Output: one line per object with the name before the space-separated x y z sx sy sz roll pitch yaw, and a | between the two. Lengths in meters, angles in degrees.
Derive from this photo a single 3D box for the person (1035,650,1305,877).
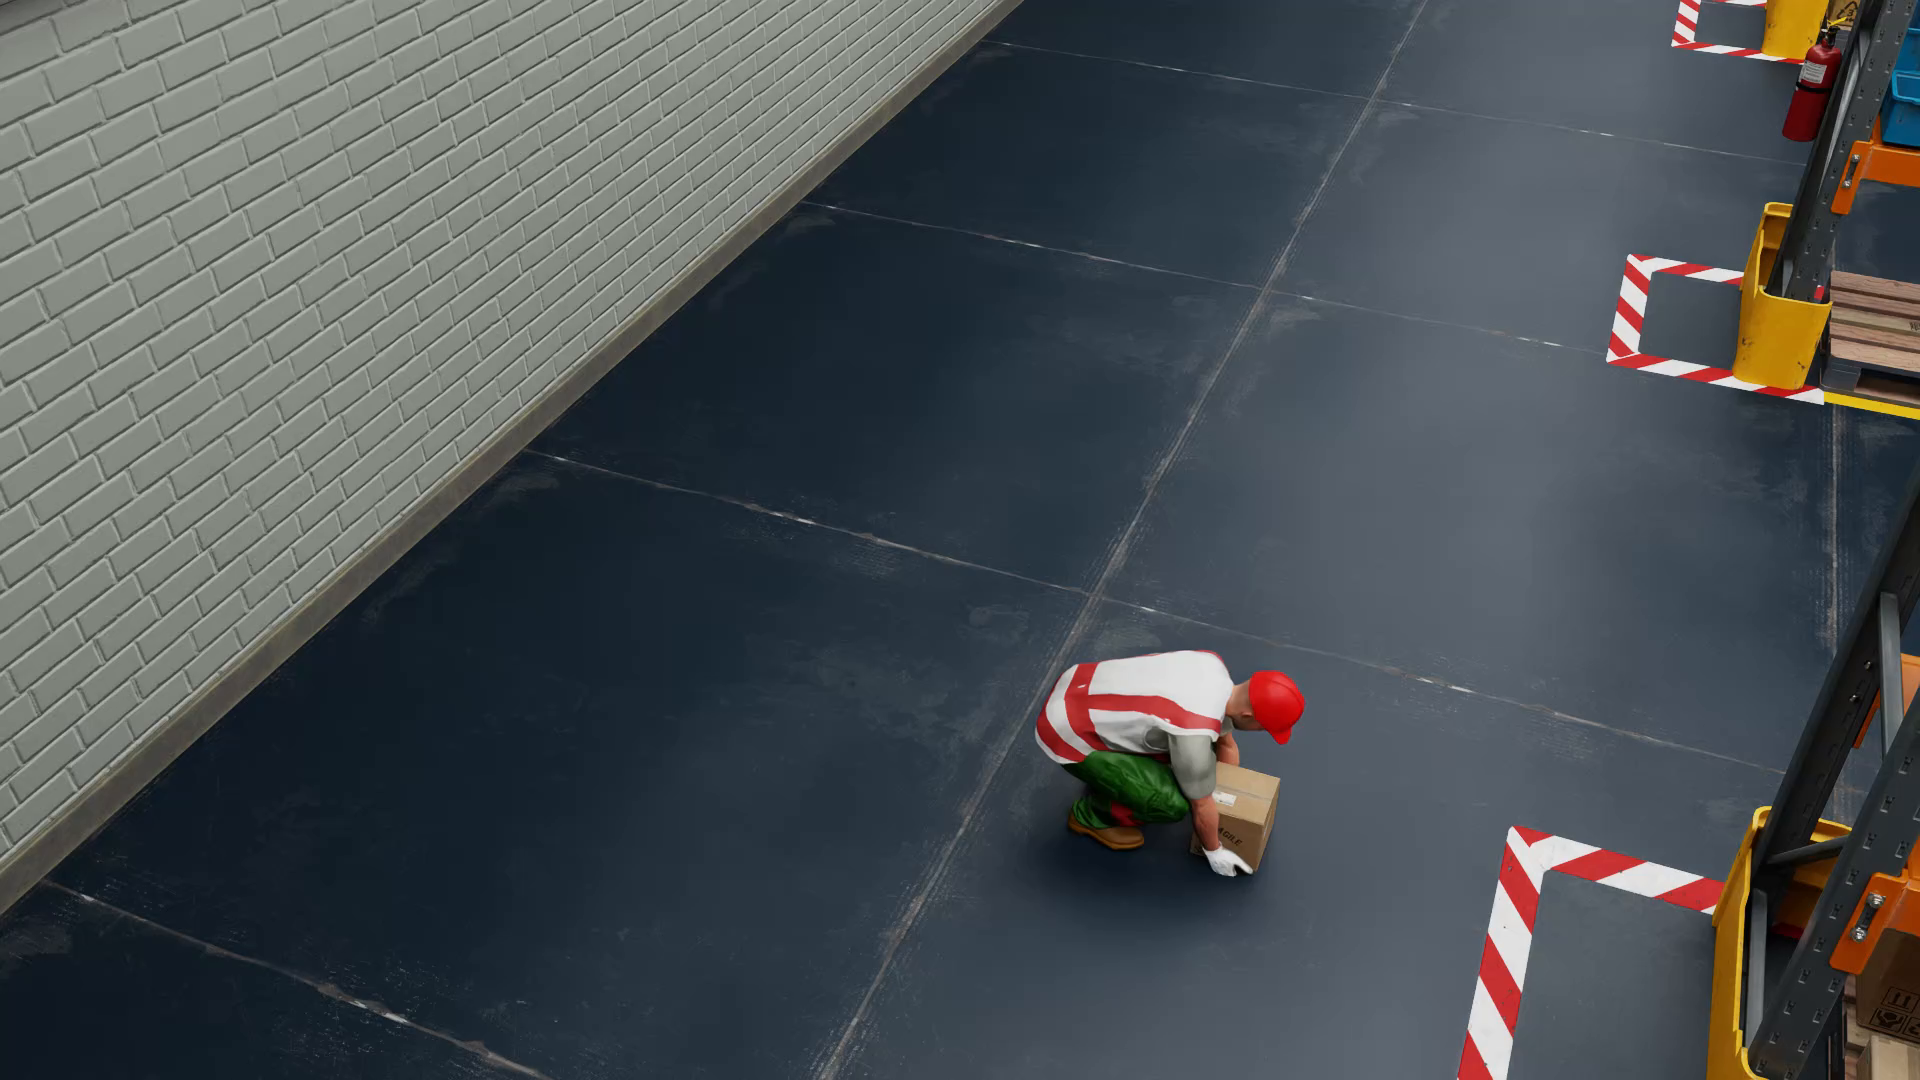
person | 0.738 0.772 6.021 0.919 0.885 0.553 14 39 17
